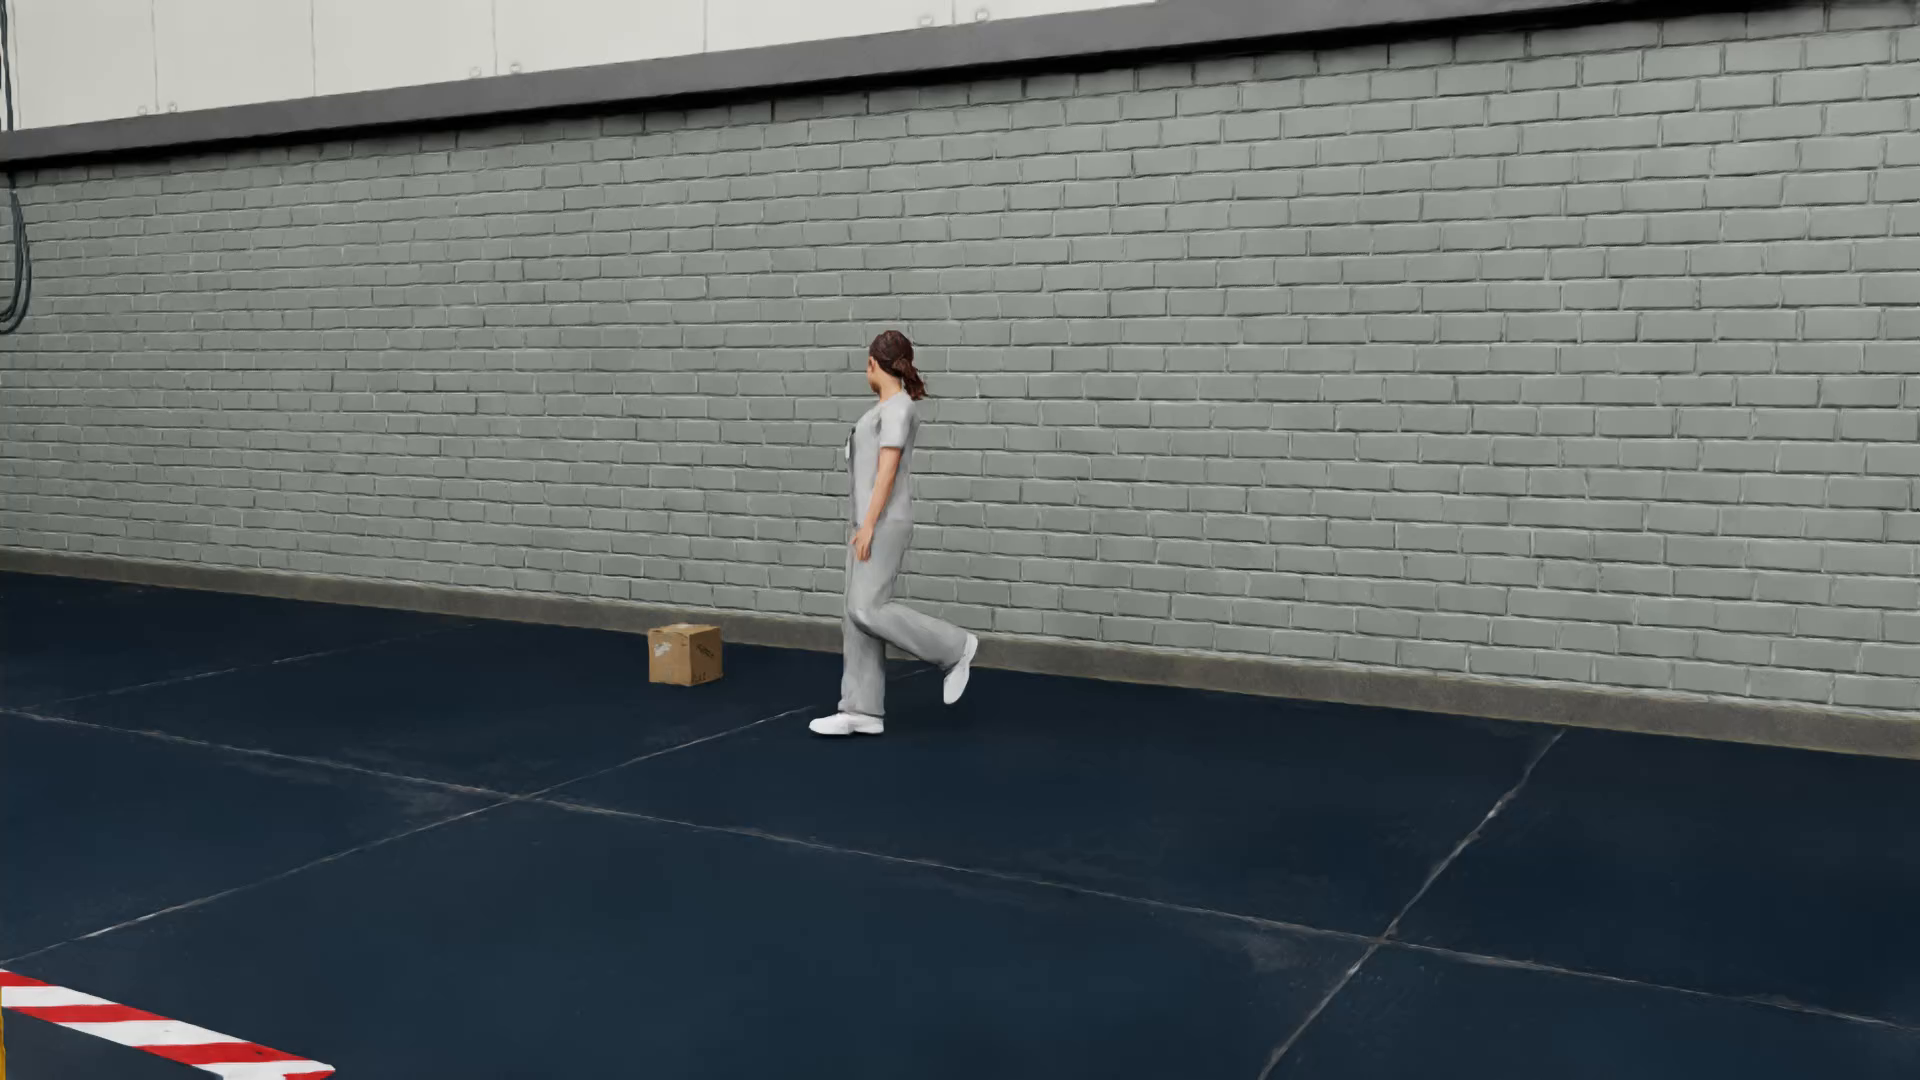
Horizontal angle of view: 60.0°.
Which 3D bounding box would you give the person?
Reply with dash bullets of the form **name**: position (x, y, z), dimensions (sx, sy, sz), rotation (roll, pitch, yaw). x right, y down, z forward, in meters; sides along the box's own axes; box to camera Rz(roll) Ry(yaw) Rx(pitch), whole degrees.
- **person**: position (-0.297, -0.044, 6.858), dimensions (0.705, 1.639, 0.518), rotation (-1, 6, -13)
